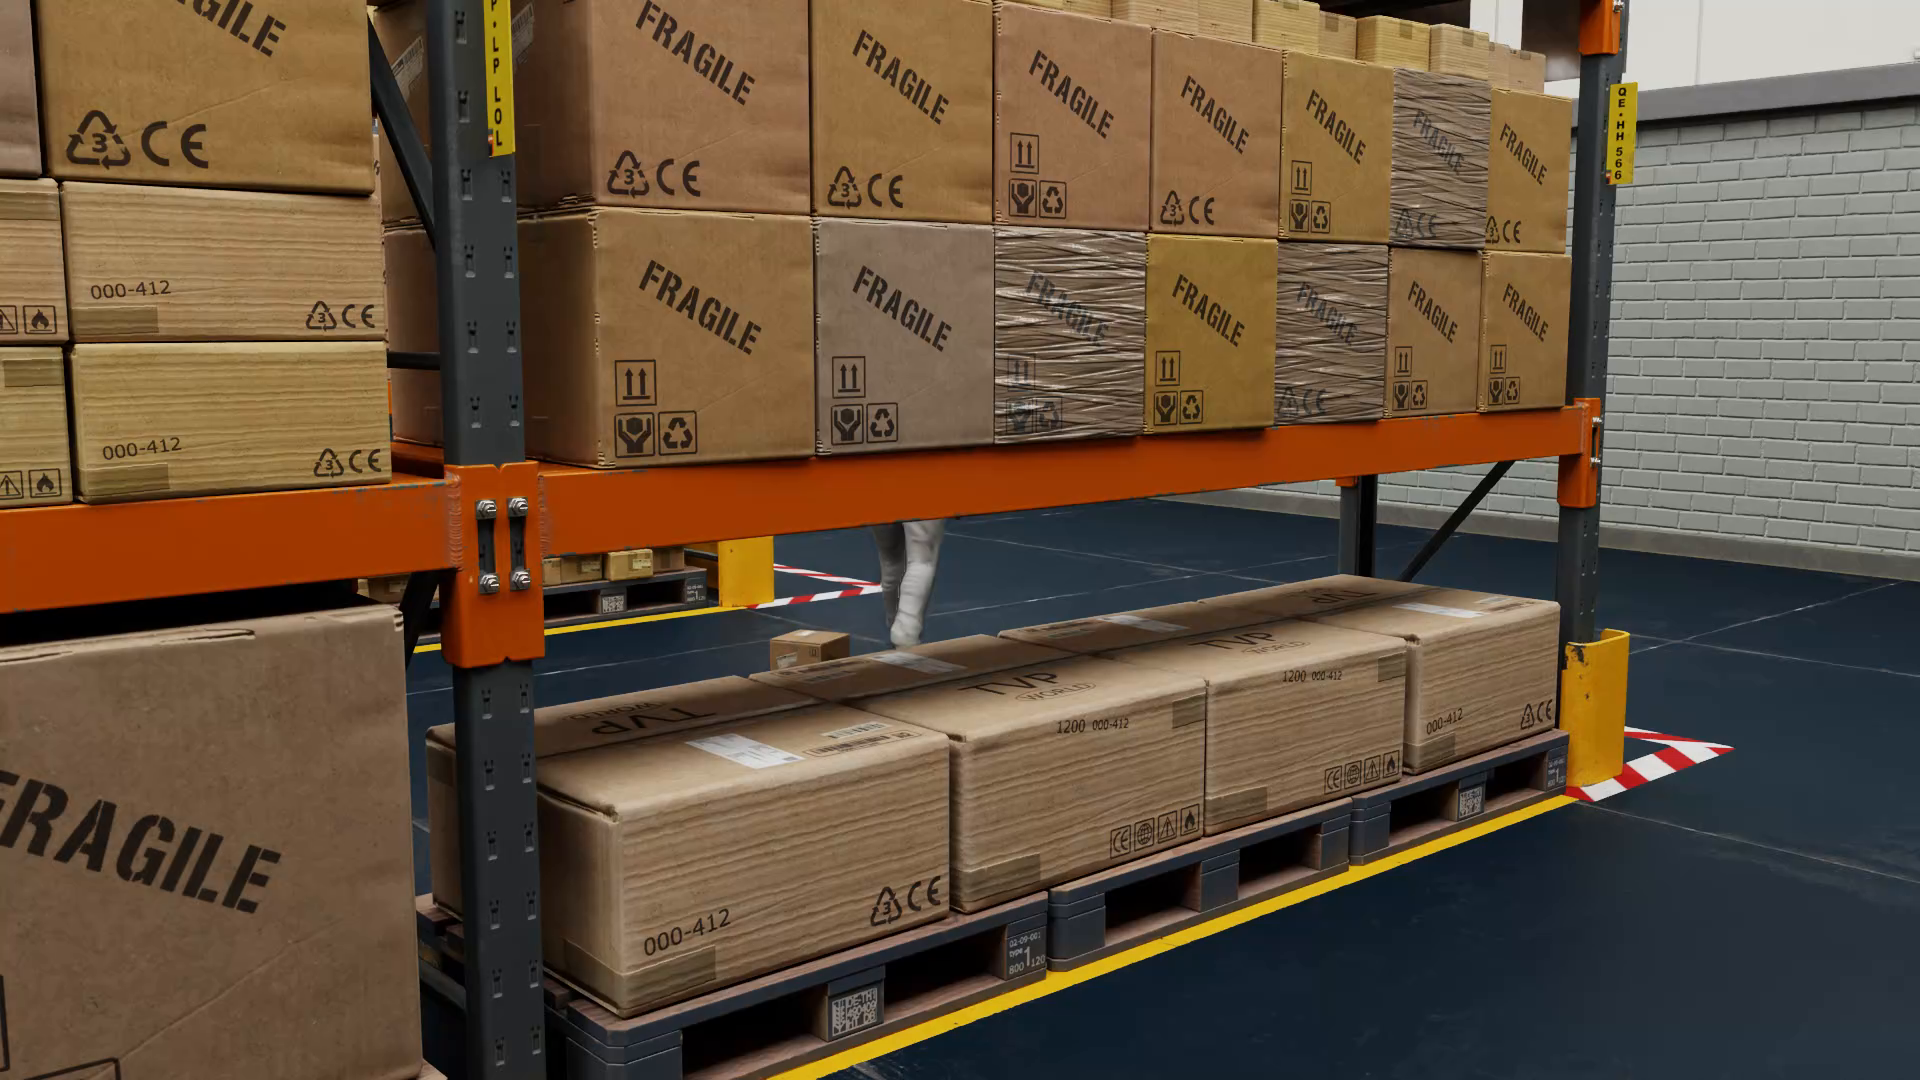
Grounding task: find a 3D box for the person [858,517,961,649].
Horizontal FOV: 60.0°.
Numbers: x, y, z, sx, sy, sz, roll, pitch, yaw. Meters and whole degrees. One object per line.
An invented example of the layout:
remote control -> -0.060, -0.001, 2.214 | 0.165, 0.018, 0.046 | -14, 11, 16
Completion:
person -> -0.228, -0.233, 7.594 | 0.504, 1.609, 1.019 | 1, 8, 8
